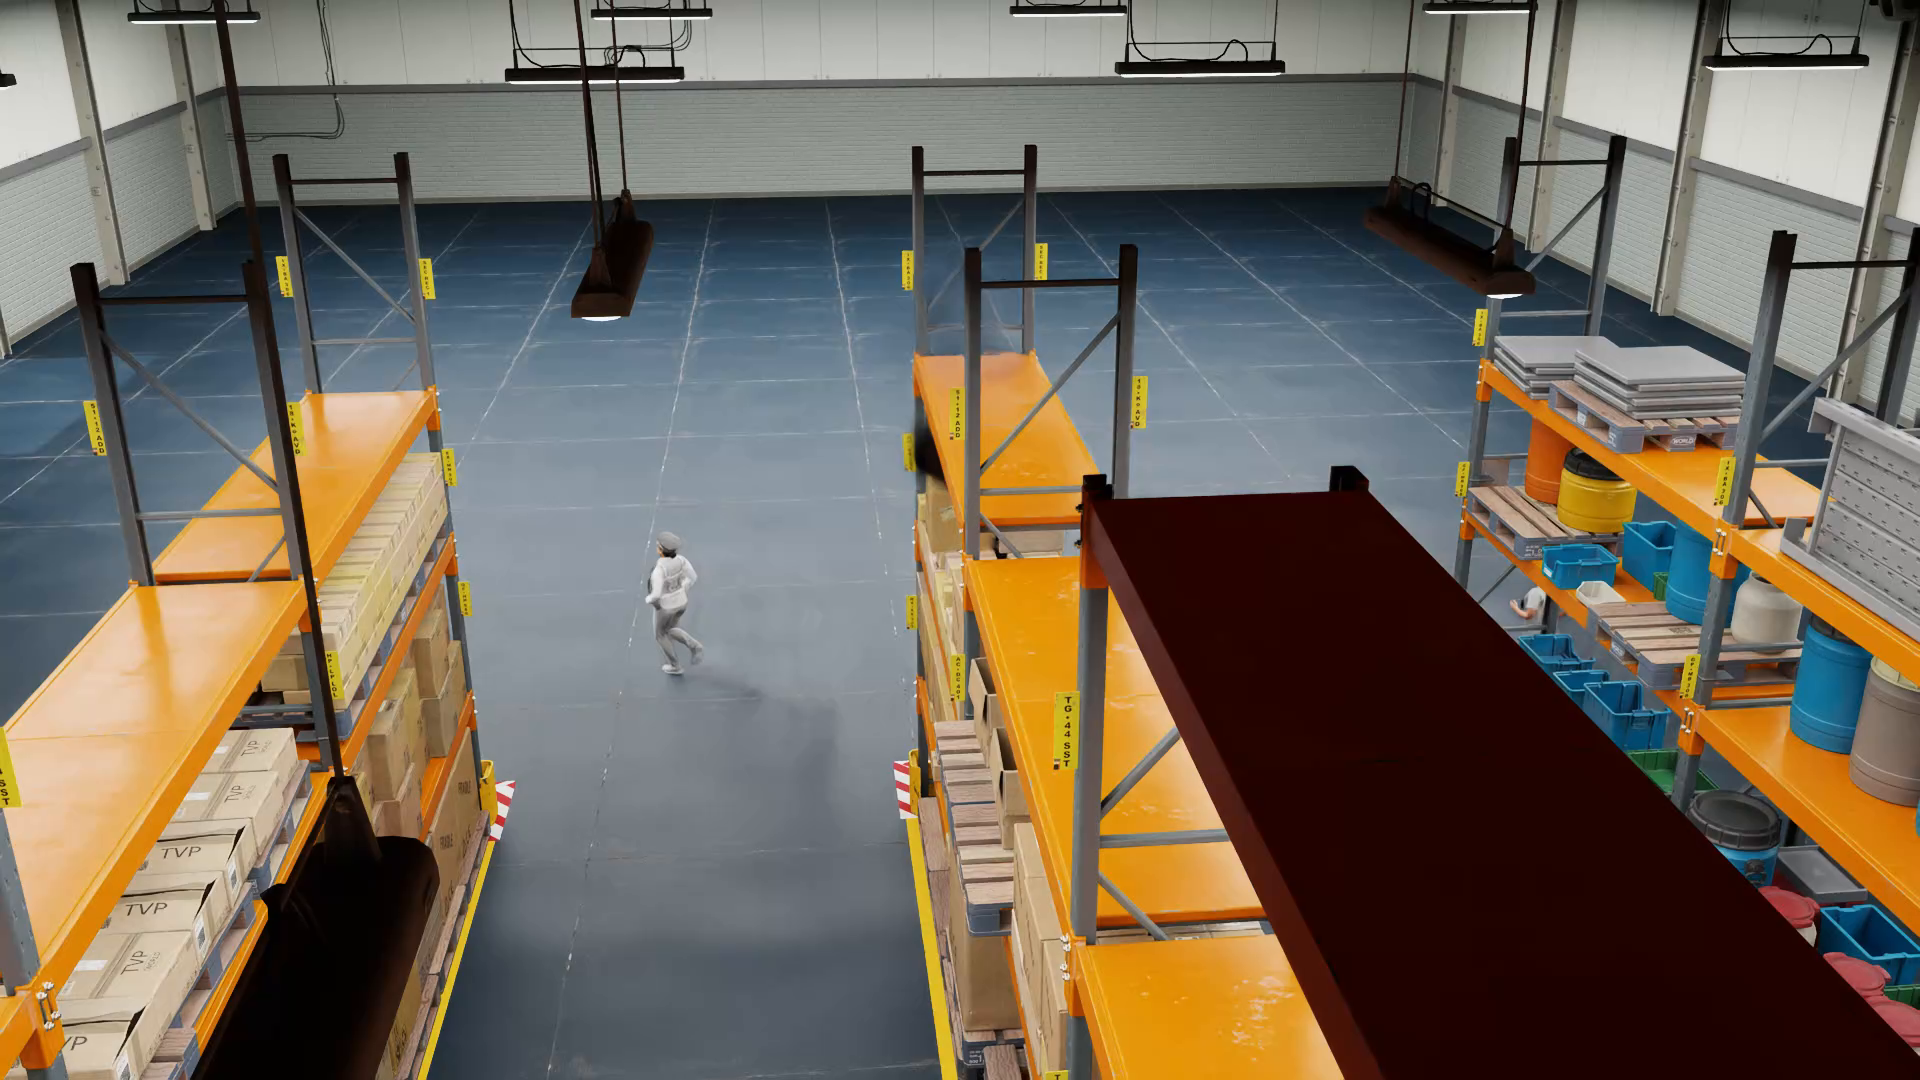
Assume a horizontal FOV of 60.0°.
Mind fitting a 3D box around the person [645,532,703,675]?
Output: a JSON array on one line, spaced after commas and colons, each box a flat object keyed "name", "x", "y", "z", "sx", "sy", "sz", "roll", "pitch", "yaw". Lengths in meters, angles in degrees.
[{"name": "person", "x": -3.050, "y": 0.702, "z": 17.660, "sx": 0.564, "sy": 1.661, "sz": 0.620, "roll": 14, "pitch": 26, "yaw": 32}]

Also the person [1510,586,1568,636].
[{"name": "person", "x": 5.864, "y": 1.001, "z": 16.841, "sx": 0.553, "sy": 1.692, "sz": 0.895, "roll": -20, "pitch": 29, "yaw": -40}]
